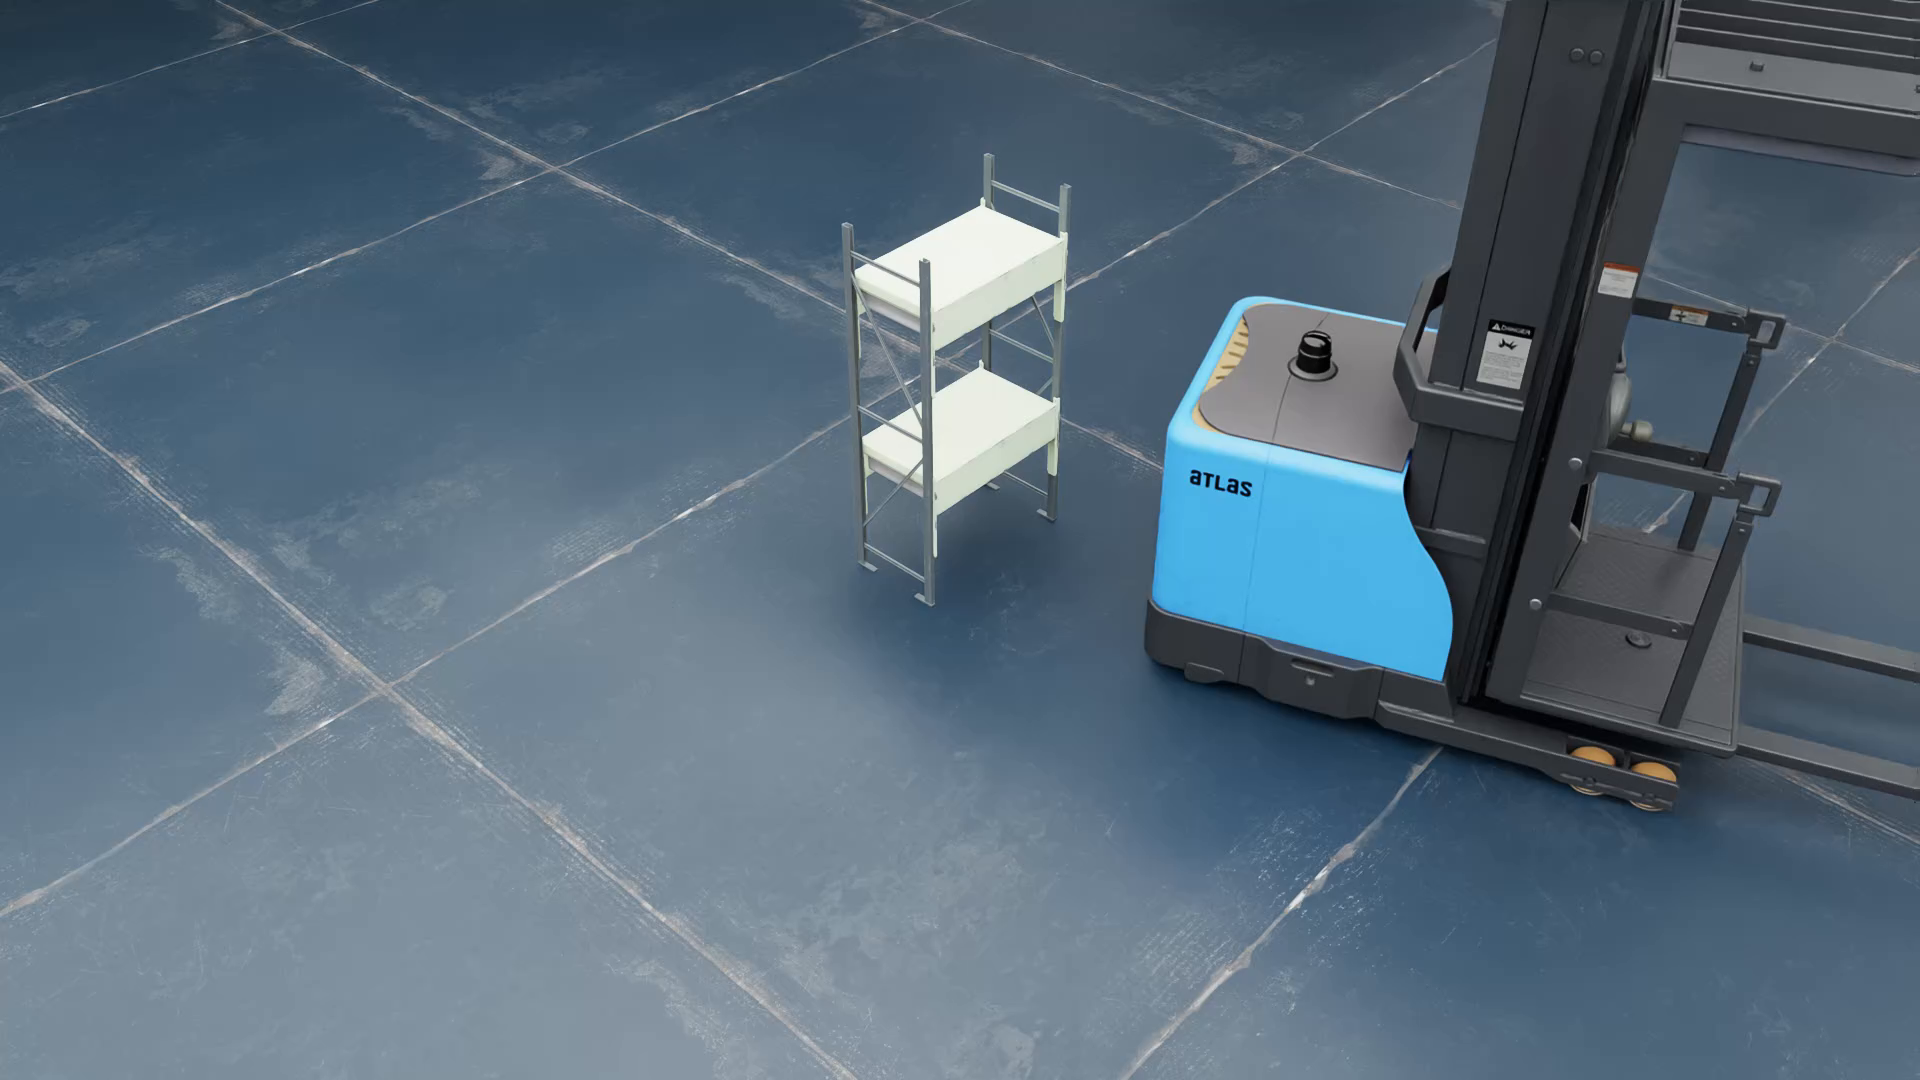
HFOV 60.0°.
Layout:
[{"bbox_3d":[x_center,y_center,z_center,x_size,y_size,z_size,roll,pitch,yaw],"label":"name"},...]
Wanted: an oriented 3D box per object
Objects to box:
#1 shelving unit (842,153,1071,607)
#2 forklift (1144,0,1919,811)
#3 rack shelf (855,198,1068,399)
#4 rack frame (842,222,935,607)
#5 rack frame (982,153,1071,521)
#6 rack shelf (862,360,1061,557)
[{"bbox_3d":[-0.004,-0.584,6.279,0.431,1.500,0.755,30,47,32],"label":"shelving unit"},{"bbox_3d":[2.247,-0.612,5.165,3.031,2.935,1.130,14,41,17],"label":"forklift"},{"bbox_3d":[-0.004,-0.889,6.036,0.431,0.370,0.720,30,47,32],"label":"rack shelf"},{"bbox_3d":[-0.251,-0.416,6.068,0.400,1.500,0.023,30,47,32],"label":"rack frame"},{"bbox_3d":[0.242,-0.752,6.491,0.400,1.500,0.023,30,47,32],"label":"rack frame"},{"bbox_3d":[-0.004,-0.329,6.482,0.431,0.370,0.720,30,47,32],"label":"rack shelf"}]
